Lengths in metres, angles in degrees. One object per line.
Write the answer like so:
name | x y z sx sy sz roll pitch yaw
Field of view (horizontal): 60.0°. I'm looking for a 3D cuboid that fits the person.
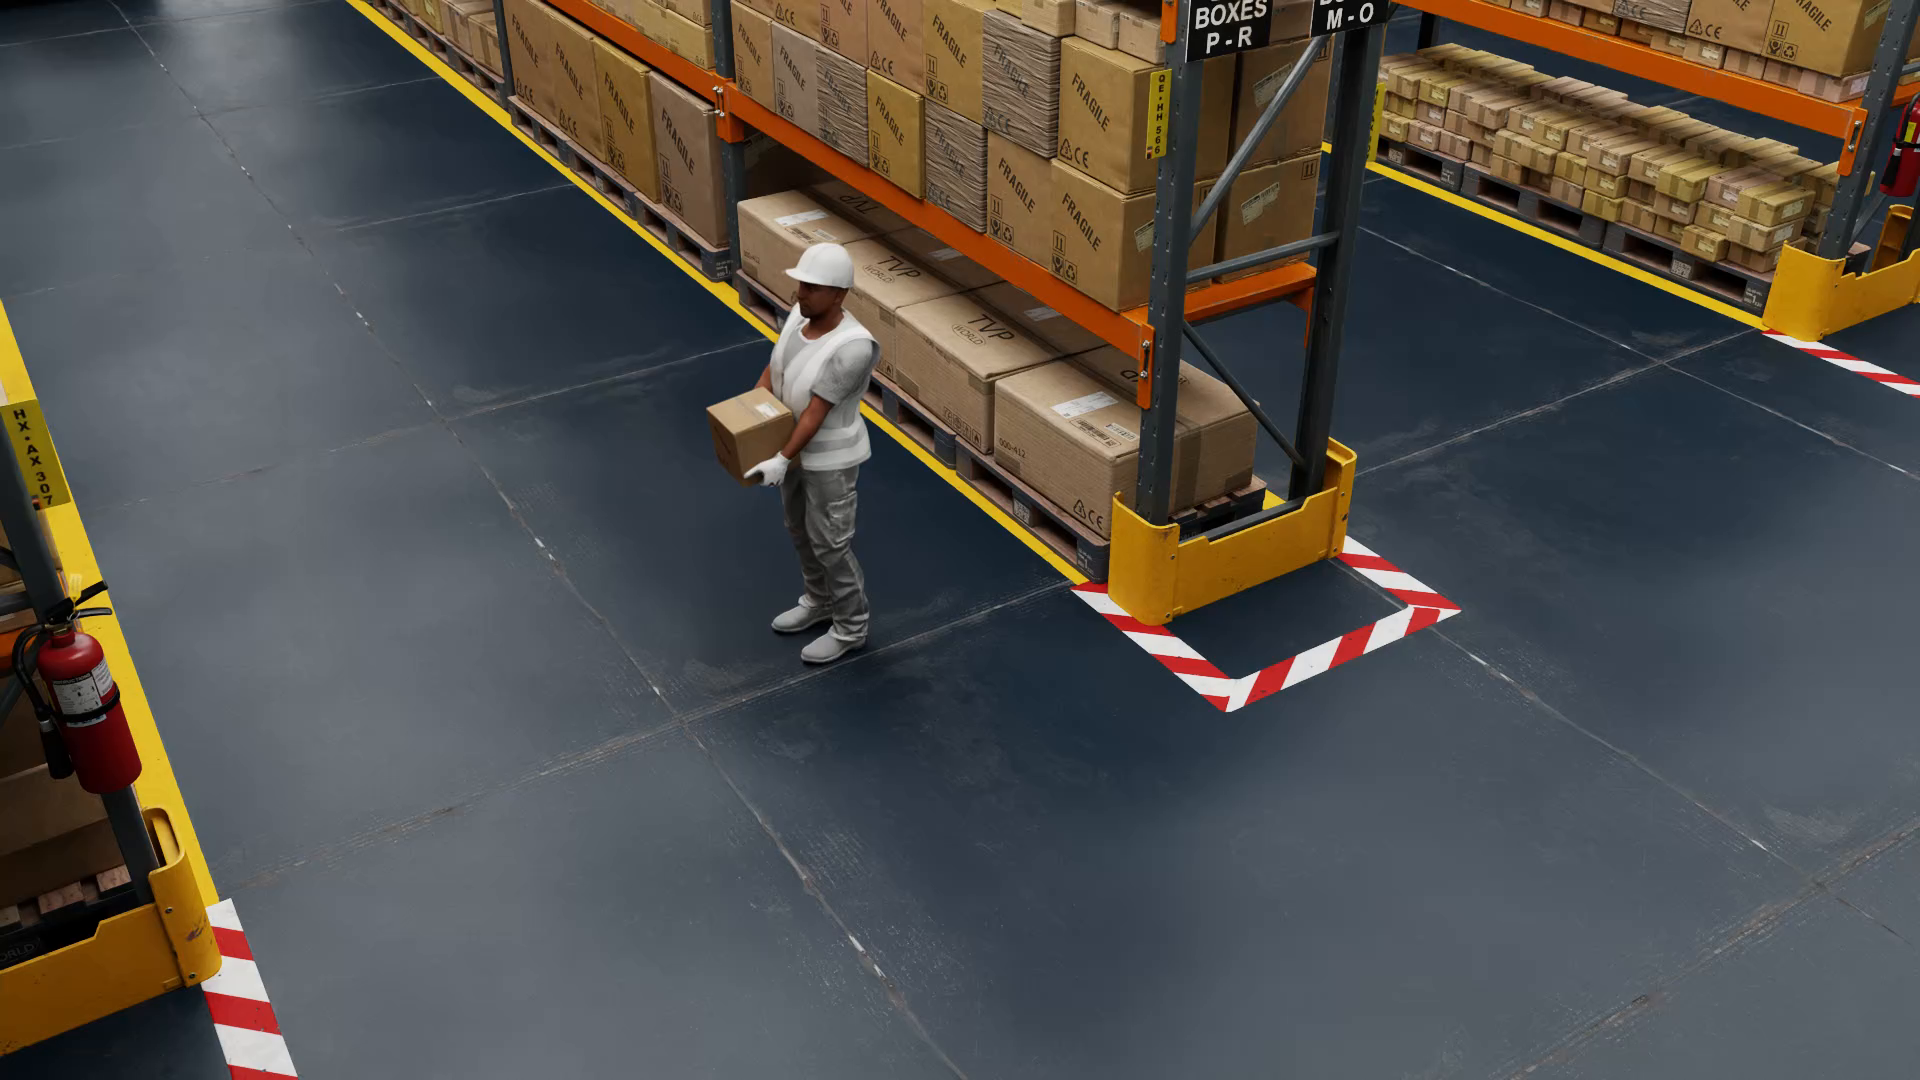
person | -0.641 -0.313 6.616 0.581 1.778 0.488 -18 37 -26
